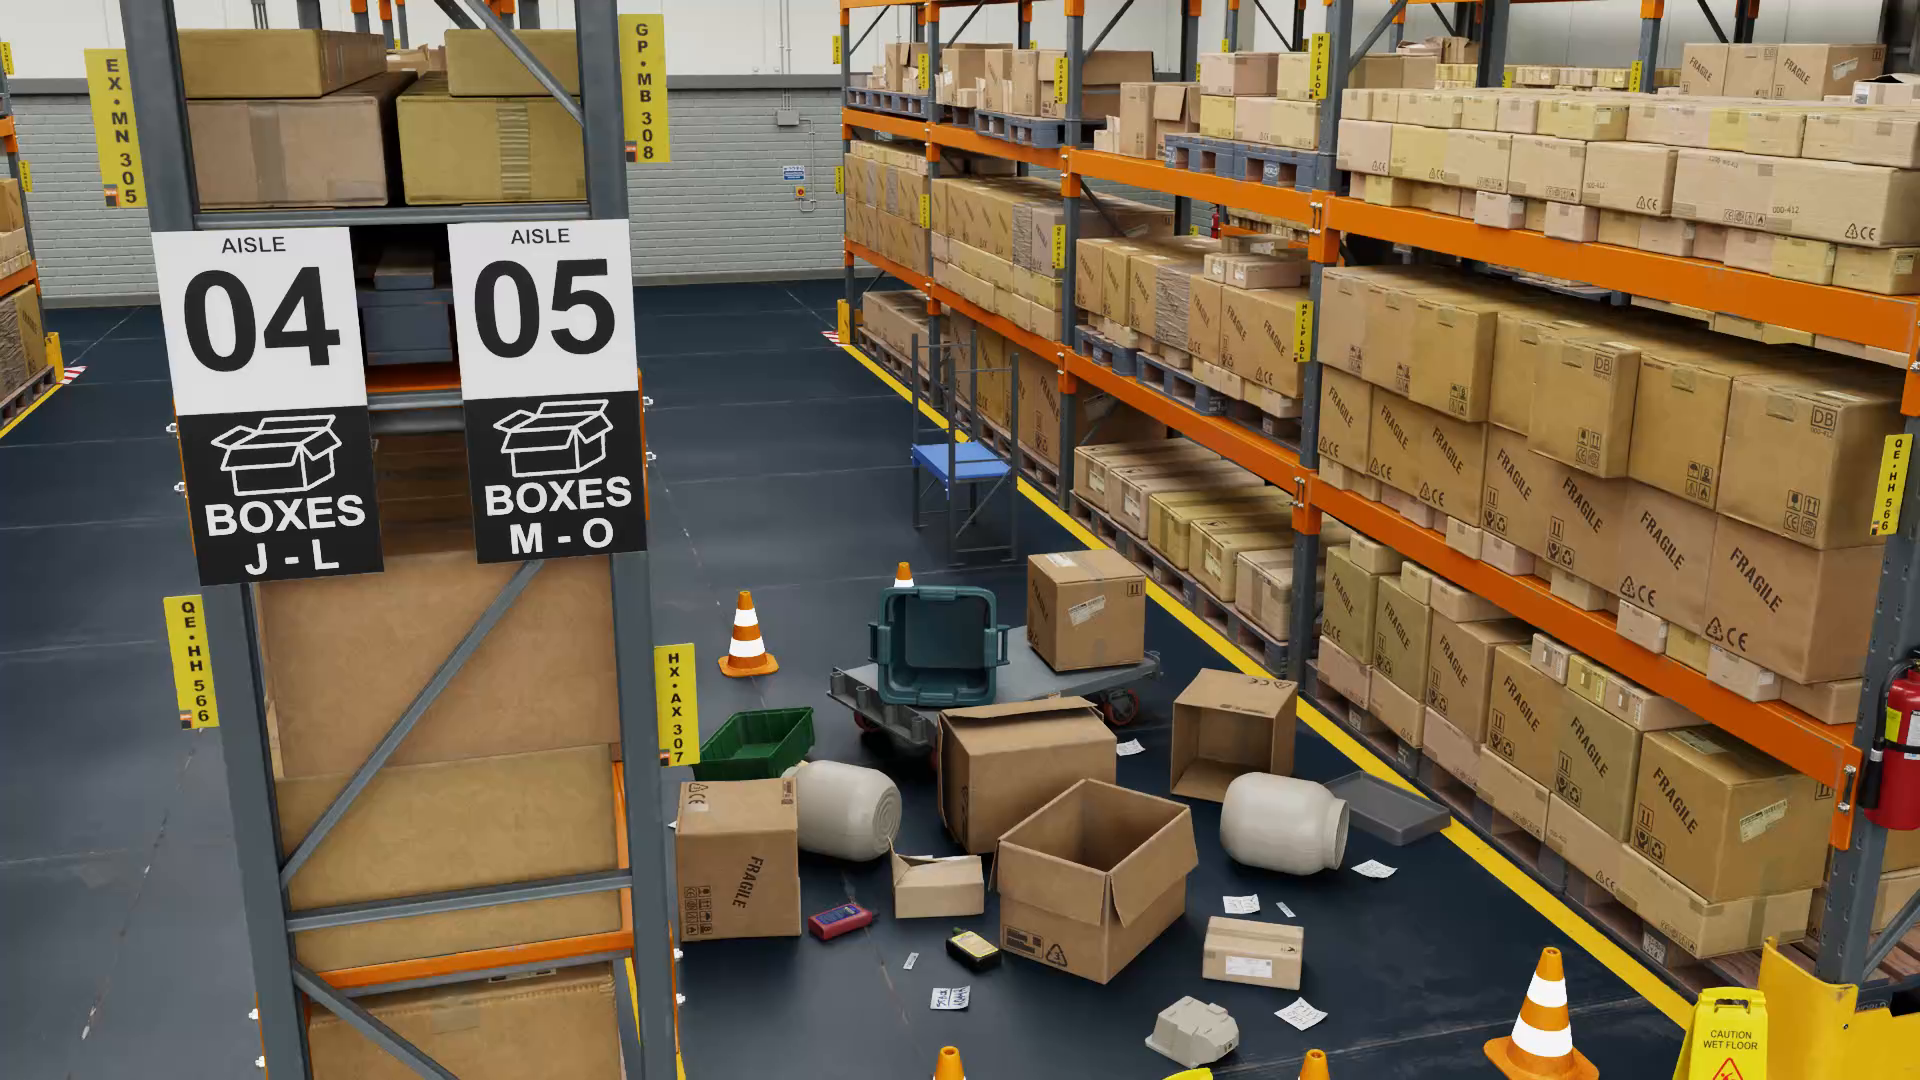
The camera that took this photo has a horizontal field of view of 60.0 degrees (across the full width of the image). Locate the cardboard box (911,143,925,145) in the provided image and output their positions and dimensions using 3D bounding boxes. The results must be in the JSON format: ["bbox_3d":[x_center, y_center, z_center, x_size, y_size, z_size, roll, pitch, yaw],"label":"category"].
[{"bbox_3d":[-0.350,-4.480,19.111,0.380,0.149,0.250,-4,17,-14],"label":"cardboard box"}]

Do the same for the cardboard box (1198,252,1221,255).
[{"bbox_3d":[1.968,-1.725,11.559,0.500,0.500,0.500,-6,18,-19],"label":"cardboard box"}]

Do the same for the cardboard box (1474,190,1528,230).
[{"bbox_3d":[2.502,-1.459,7.319,0.380,0.149,0.250,-5,17,-16],"label":"cardboard box"}]

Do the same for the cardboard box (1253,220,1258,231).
[{"bbox_3d":[3.902,-3.955,20.843,0.380,0.149,0.250,-5,17,-16],"label":"cardboard box"}]

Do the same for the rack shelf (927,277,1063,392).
[{"bbox_3d":[0.733,-1.927,14.905,1.077,0.370,4.000,-5,17,-15],"label":"rack shelf"}]

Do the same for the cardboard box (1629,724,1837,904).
[{"bbox_3d":[3.010,1.050,6.489,0.500,0.500,0.500,-5,17,-15],"label":"cardboard box"}]

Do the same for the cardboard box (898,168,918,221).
[{"bbox_3d":[-0.343,-3.602,17.316,0.500,0.500,0.500,-5,17,-16],"label":"cardboard box"}]

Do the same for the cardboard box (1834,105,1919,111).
[{"bbox_3d":[3.488,-1.536,6.189,0.380,0.149,0.250,-5,17,-15],"label":"cardboard box"}]

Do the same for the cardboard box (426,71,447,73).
[{"bbox_3d":[-1.967,-1.833,6.967,0.500,0.250,0.500,-5,17,-16],"label":"cardboard box"}]

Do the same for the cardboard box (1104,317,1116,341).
[{"bbox_3d":[1.270,-1.535,12.054,0.380,0.149,0.250,-6,18,-19],"label":"cardboard box"}]

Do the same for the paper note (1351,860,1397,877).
[{"bbox_3d":[1.865,1.477,7.481,0.142,0.019,0.148,-12,20,-34],"label":"paper note"}]

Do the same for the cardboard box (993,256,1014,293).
[{"bbox_3d":[0.601,-2.282,14.226,0.500,0.250,0.500,-5,17,-17],"label":"cardboard box"}]

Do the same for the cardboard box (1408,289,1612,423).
[{"bbox_3d":[2.526,-0.859,7.667,0.700,0.500,0.500,-5,17,-16],"label":"cardboard box"}]

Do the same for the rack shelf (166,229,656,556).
[{"bbox_3d":[-1.800,-0.732,5.711,1.077,0.370,4.000,-5,17,-15],"label":"rack shelf"}]

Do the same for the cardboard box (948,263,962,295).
[{"bbox_3d":[0.194,-2.468,15.714,0.500,0.250,0.500,-5,17,-17],"label":"cardboard box"}]

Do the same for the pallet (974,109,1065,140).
[{"bbox_3d":[0.745,-3.548,14.163,1.003,0.211,1.213,-4,17,-13],"label":"pallet"}]

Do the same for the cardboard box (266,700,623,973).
[{"bbox_3d":[-1.396,0.743,4.505,0.875,0.550,0.550,-5,17,-15],"label":"cardboard box"}]

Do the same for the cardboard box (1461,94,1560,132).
[{"bbox_3d":[2.481,-1.915,7.449,0.380,0.149,0.250,-5,18,-17],"label":"cardboard box"}]

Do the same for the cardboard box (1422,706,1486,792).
[{"bbox_3d":[2.591,0.981,8.021,0.500,0.250,0.500,-5,17,-16],"label":"cardboard box"}]

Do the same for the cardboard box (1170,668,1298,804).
[{"bbox_3d":[1.368,0.988,8.291,0.500,0.500,0.500,7,18,23],"label":"cardboard box"}]

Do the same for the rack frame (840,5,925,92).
[{"bbox_3d":[-0.916,-6.805,19.463,1.000,3.000,0.127,-5,17,-15],"label":"rack frame"}]

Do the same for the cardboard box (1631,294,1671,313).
[{"bbox_3d":[5.941,-1.898,13.818,0.500,0.250,0.500,-5,17,-15],"label":"cardboard box"}]

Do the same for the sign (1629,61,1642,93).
[{"bbox_3d":[5.532,-3.754,13.623,0.100,0.325,0.005,-5,17,-15],"label":"sign"}]

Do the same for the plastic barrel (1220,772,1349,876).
[{"bbox_3d":[1.458,1.276,7.467,0.512,0.421,0.421,7,18,23],"label":"plastic barrel"}]

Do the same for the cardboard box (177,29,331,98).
[{"bbox_3d":[-1.669,-1.100,3.833,0.380,0.149,0.250,-5,17,-15],"label":"cardboard box"}]

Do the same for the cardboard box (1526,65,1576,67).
[{"bbox_3d":[5.598,-4.428,15.782,0.380,0.149,0.250,-4,17,-14],"label":"cardboard box"}]

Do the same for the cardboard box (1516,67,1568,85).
[{"bbox_3d":[5.319,-4.241,15.193,0.380,0.149,0.250,-5,17,-15],"label":"cardboard box"}]

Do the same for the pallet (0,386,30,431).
[{"bbox_3d":[-9.818,-1.261,16.282,1.003,0.211,1.213,-5,17,-15],"label":"pallet"}]

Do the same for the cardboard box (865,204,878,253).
[{"bbox_3d":[-0.772,-3.544,18.863,0.500,0.500,0.500,-5,17,-16],"label":"cardboard box"}]

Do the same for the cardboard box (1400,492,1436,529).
[{"bbox_3d":[2.416,-0.171,8.245,0.380,0.149,0.250,-4,17,-14],"label":"cardboard box"}]

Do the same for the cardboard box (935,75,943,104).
[{"bbox_3d":[-0.015,-4.232,15.618,0.396,0.266,0.258,-5,17,-16],"label":"cardboard box"}]

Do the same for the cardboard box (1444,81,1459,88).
[{"bbox_3d":[4.938,-4.387,16.163,0.380,0.149,0.250,-5,17,-16],"label":"cardboard box"}]

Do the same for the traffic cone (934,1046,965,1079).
[{"bbox_3d":[-0.031,1.869,5.425,0.336,0.463,0.334,-5,17,-15],"label":"traffic cone"}]

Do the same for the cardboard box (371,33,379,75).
[{"bbox_3d":[-2.366,-1.802,6.169,0.380,0.149,0.250,-5,17,-16],"label":"cardboard box"}]

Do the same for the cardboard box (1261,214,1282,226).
[{"bbox_3d":[4.003,-3.969,20.196,0.500,0.250,0.500,-5,17,-16],"label":"cardboard box"}]

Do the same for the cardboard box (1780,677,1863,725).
[{"bbox_3d":[3.173,0.528,5.917,0.380,0.149,0.250,-4,17,-13],"label":"cardboard box"}]

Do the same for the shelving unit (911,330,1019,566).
[{"bbox_3d":[0.023,-0.695,12.158,0.538,1.500,1.048,-5,17,-15],"label":"shelving unit"}]

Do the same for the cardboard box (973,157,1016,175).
[{"bbox_3d":[0.346,-3.770,16.751,0.380,0.149,0.250,-5,17,-16],"label":"cardboard box"}]

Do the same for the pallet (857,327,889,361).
[{"bbox_3d":[-0.621,-2.381,20.012,1.003,0.211,1.213,-5,17,-15],"label":"pallet"}]

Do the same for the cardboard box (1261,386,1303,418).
[{"bbox_3d":[1.975,-0.814,9.653,0.380,0.149,0.250,-4,17,-14],"label":"cardboard box"}]

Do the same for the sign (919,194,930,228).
[{"bbox_3d":[-0.350,-3.233,16.360,0.100,0.325,0.005,-5,17,-15],"label":"sign"}]

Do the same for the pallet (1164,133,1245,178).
[{"bbox_3d":[2.027,-2.425,10.423,1.213,0.211,1.003,-5,17,-15],"label":"pallet"}]

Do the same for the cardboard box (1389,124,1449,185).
[{"bbox_3d":[2.390,-1.834,7.874,0.500,0.250,0.500,-5,17,-16],"label":"cardboard box"}]

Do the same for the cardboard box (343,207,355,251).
[{"bbox_3d":[-1.736,-0.787,4.176,0.380,0.149,0.250,-5,17,-15],"label":"cardboard box"}]

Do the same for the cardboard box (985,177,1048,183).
[{"bbox_3d":[0.548,-3.248,16.140,0.500,0.500,0.500,-4,17,-13],"label":"cardboard box"}]

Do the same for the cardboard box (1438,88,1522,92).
[{"bbox_3d":[2.679,-2.240,8.532,0.380,0.149,0.250,-4,17,-14],"label":"cardboard box"}]

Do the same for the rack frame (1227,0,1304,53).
[{"bbox_3d":[3.856,-7.198,20.773,1.000,3.000,0.127,-5,17,-15],"label":"rack frame"}]

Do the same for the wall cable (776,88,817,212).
[{"bbox_3d":[-2.488,-5.991,25.362,0.585,1.953,0.123,-5,17,-15],"label":"wall cable"}]

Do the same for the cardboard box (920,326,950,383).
[{"bbox_3d":[0.114,-1.981,17.558,0.875,0.438,0.875,-5,17,-16],"label":"cardboard box"}]

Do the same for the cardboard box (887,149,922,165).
[{"bbox_3d":[-0.580,-4.148,18.008,0.380,0.149,0.250,-5,17,-15],"label":"cardboard box"}]

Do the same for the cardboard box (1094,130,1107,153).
[{"bbox_3d":[1.206,-2.934,12.229,0.380,0.149,0.250,-5,17,-15],"label":"cardboard box"}]

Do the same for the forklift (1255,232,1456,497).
[{"bbox_3d":[3.645,-1.525,12.434,1.130,2.935,3.031,-10,19,-30],"label":"forklift"}]
